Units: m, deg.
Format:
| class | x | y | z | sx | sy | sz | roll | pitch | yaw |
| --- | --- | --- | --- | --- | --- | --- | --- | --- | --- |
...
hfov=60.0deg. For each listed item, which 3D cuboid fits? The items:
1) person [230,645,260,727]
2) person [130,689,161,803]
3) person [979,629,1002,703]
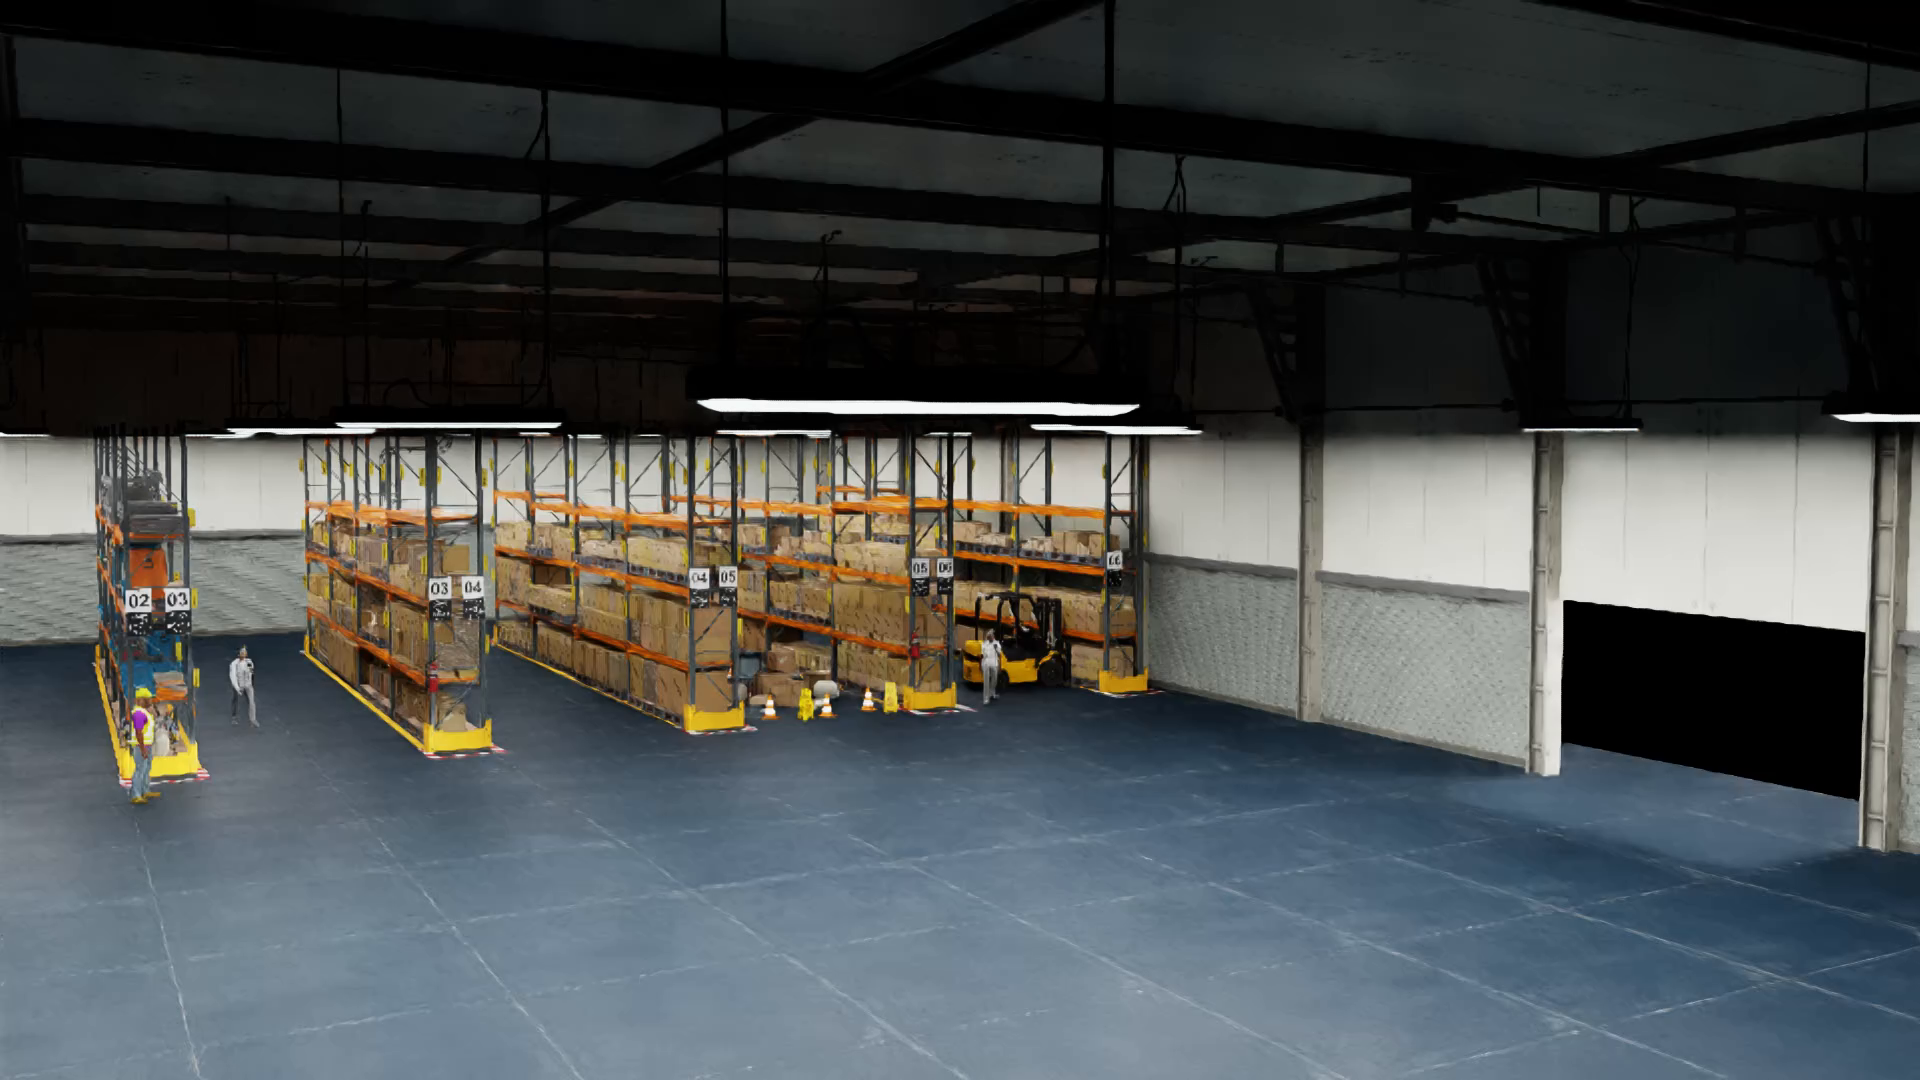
| class | x | y | z | sx | sy | sz | roll | pitch | yaw |
| --- | --- | --- | --- | --- | --- | --- | --- | --- | --- |
| person | -14.288 | 2.891 | 33.074 | 0.462 | 1.622 | 0.994 | -3 | 4 | -38 |
| person | -12.898 | 3.227 | 26.290 | 0.390 | 1.768 | 0.628 | -1 | 4 | -18 |
| person | 0.667 | 2.715 | 36.270 | 0.498 | 1.608 | 0.915 | -1 | 3 | -9 |
